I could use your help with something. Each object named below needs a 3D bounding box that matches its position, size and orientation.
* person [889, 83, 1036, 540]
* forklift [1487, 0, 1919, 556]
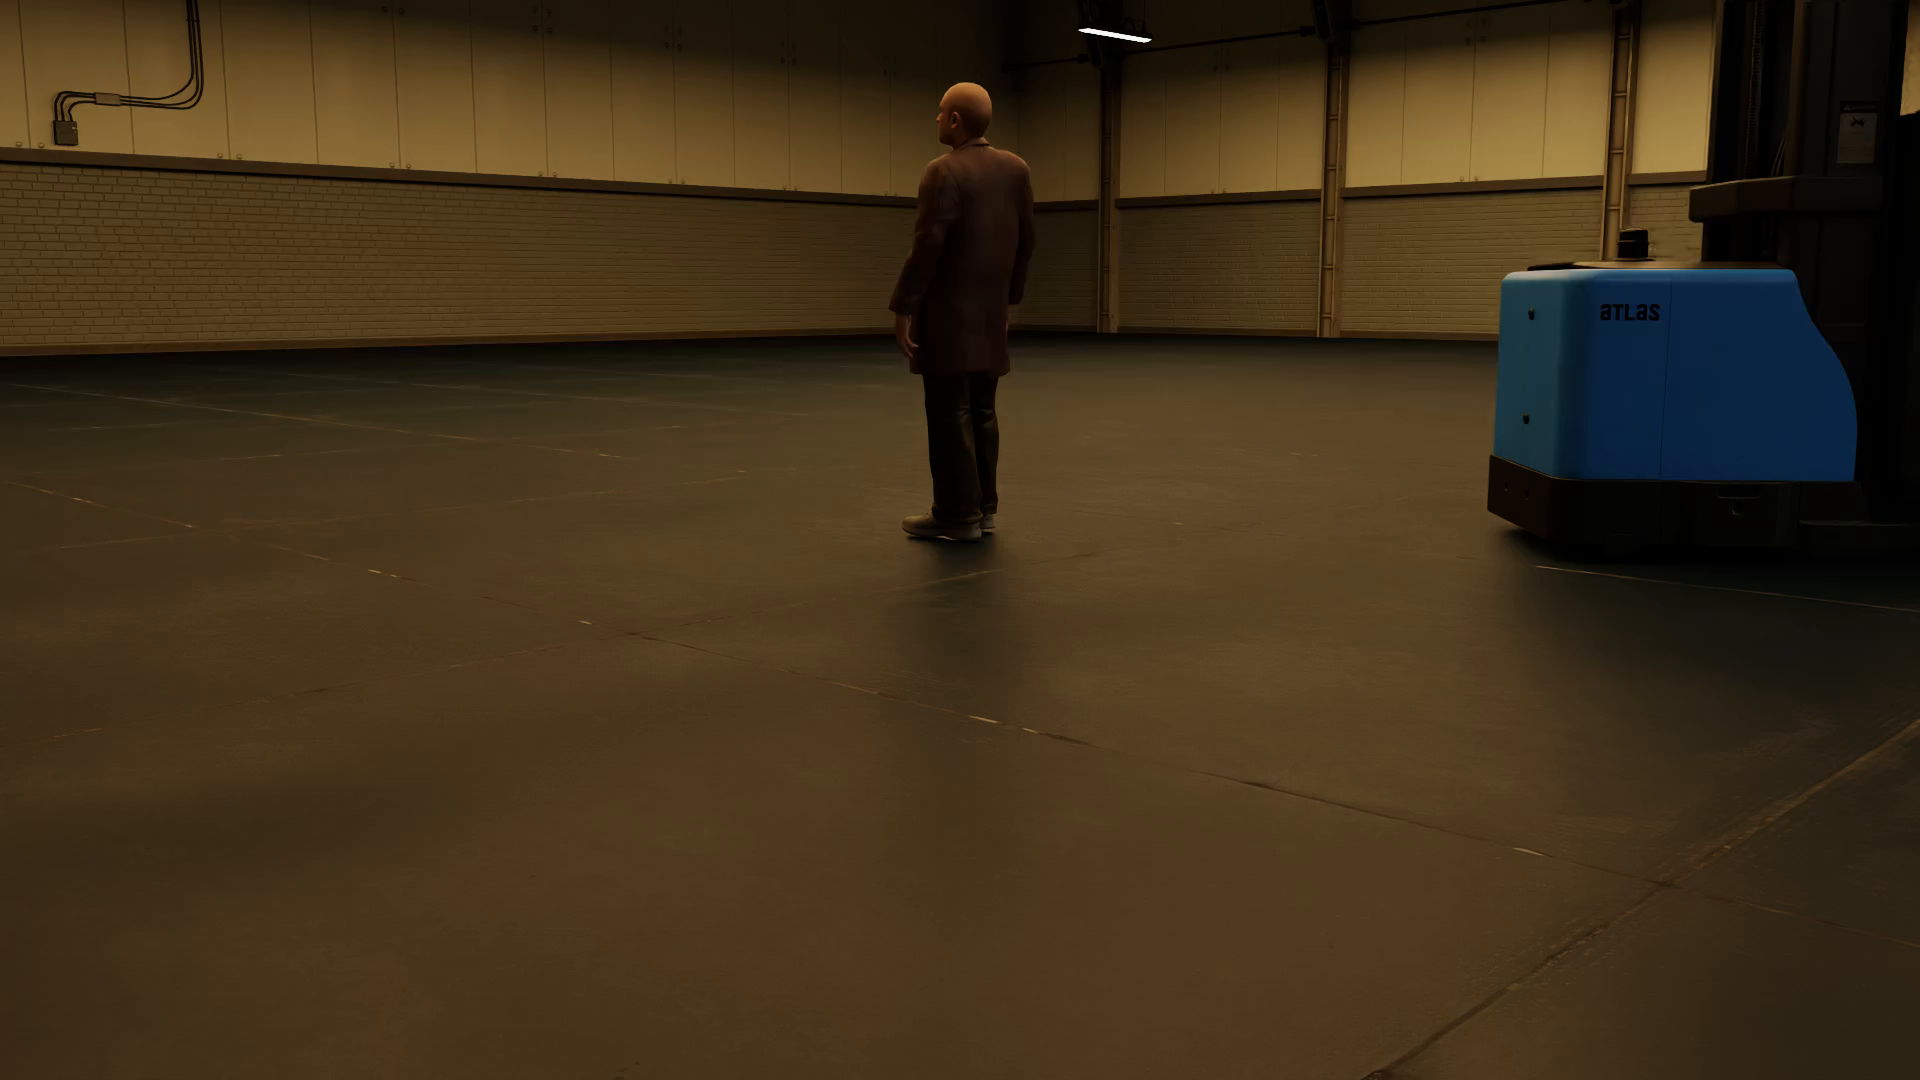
[{"bbox_3d":[-0.064,-0.896,6.650,0.579,1.778,0.696,8,12,43],"label":"person"},{"bbox_3d":[3.729,-1.427,6.348,3.031,2.935,1.130,0,9,3],"label":"forklift"}]
